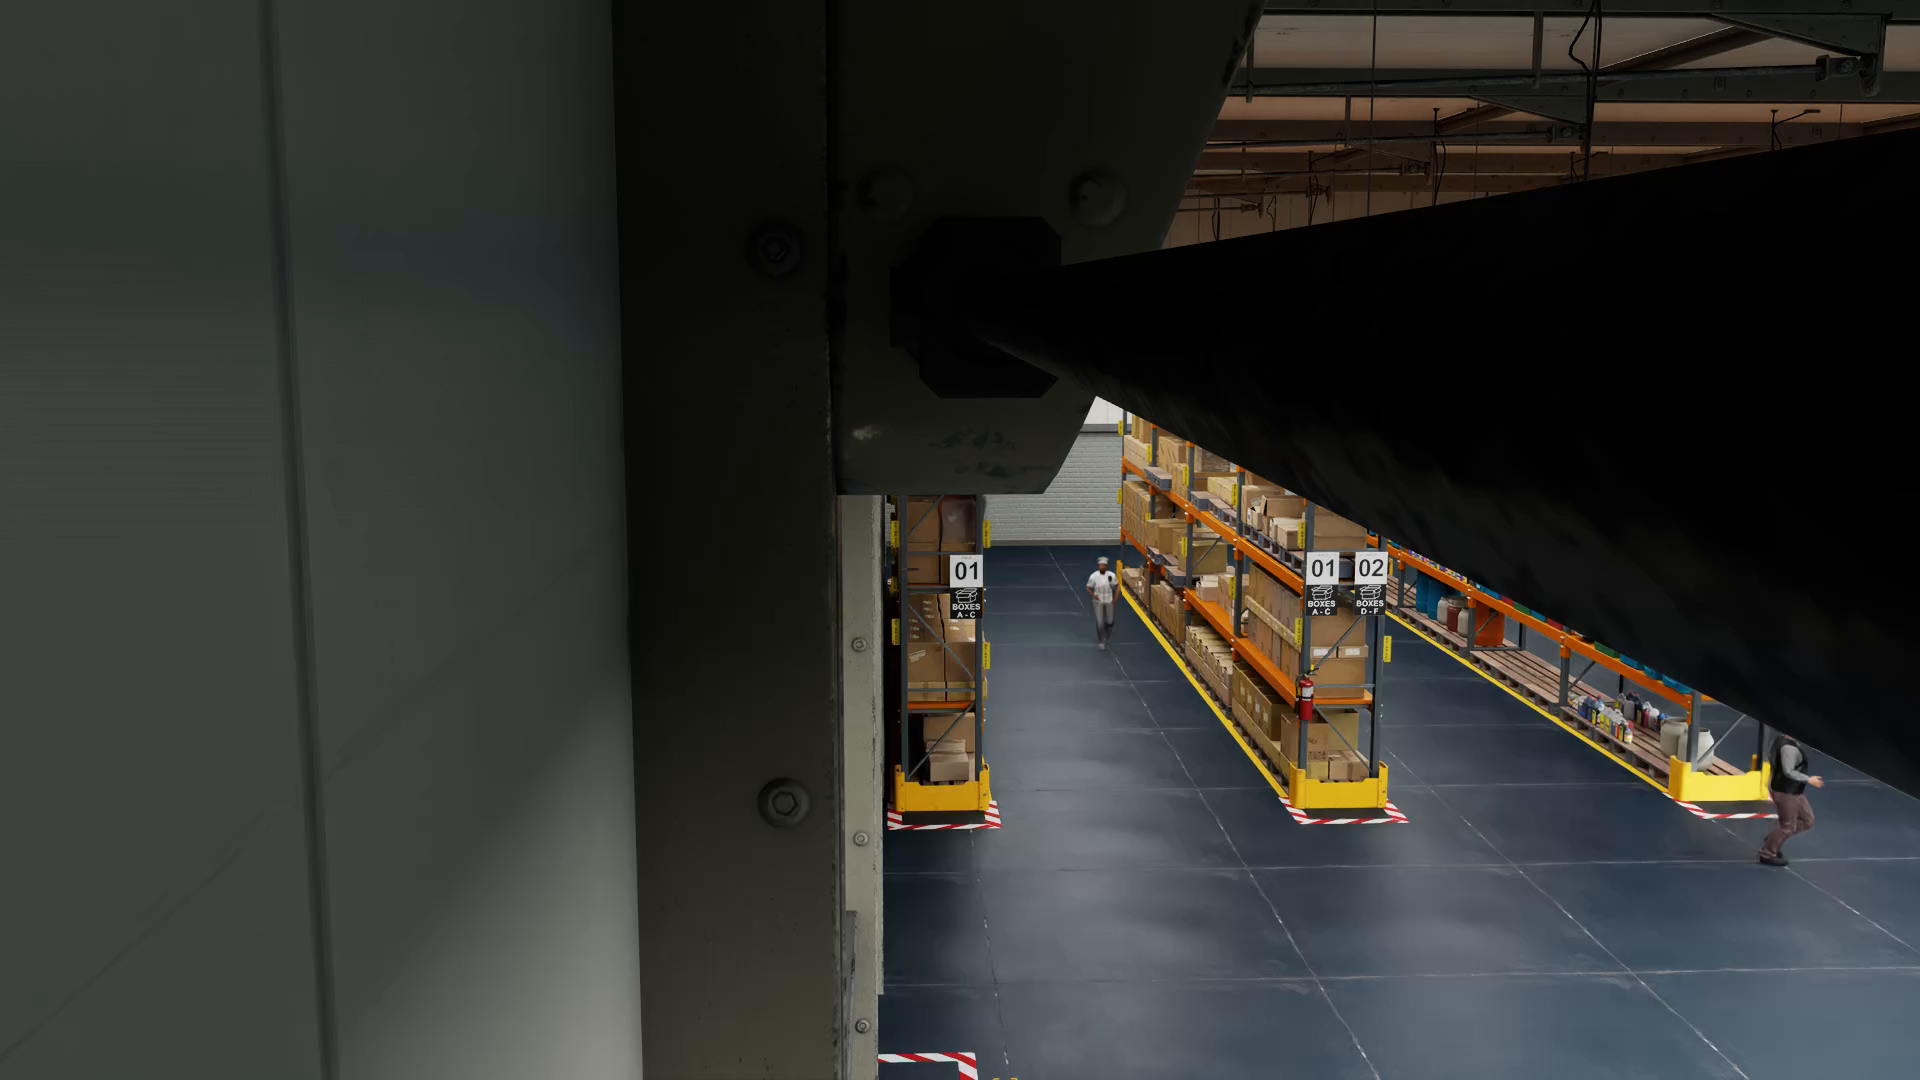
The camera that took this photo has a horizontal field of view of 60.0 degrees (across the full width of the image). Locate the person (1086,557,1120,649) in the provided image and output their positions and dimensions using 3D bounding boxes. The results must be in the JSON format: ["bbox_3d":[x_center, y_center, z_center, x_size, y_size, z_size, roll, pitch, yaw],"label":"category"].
[{"bbox_3d":[2.574,1.123,29.872,0.629,1.667,0.539,-1,8,-4],"label":"person"}]

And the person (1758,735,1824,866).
[{"bbox_3d":[9.222,2.792,18.418,0.602,1.682,0.655,4,9,26],"label":"person"}]
